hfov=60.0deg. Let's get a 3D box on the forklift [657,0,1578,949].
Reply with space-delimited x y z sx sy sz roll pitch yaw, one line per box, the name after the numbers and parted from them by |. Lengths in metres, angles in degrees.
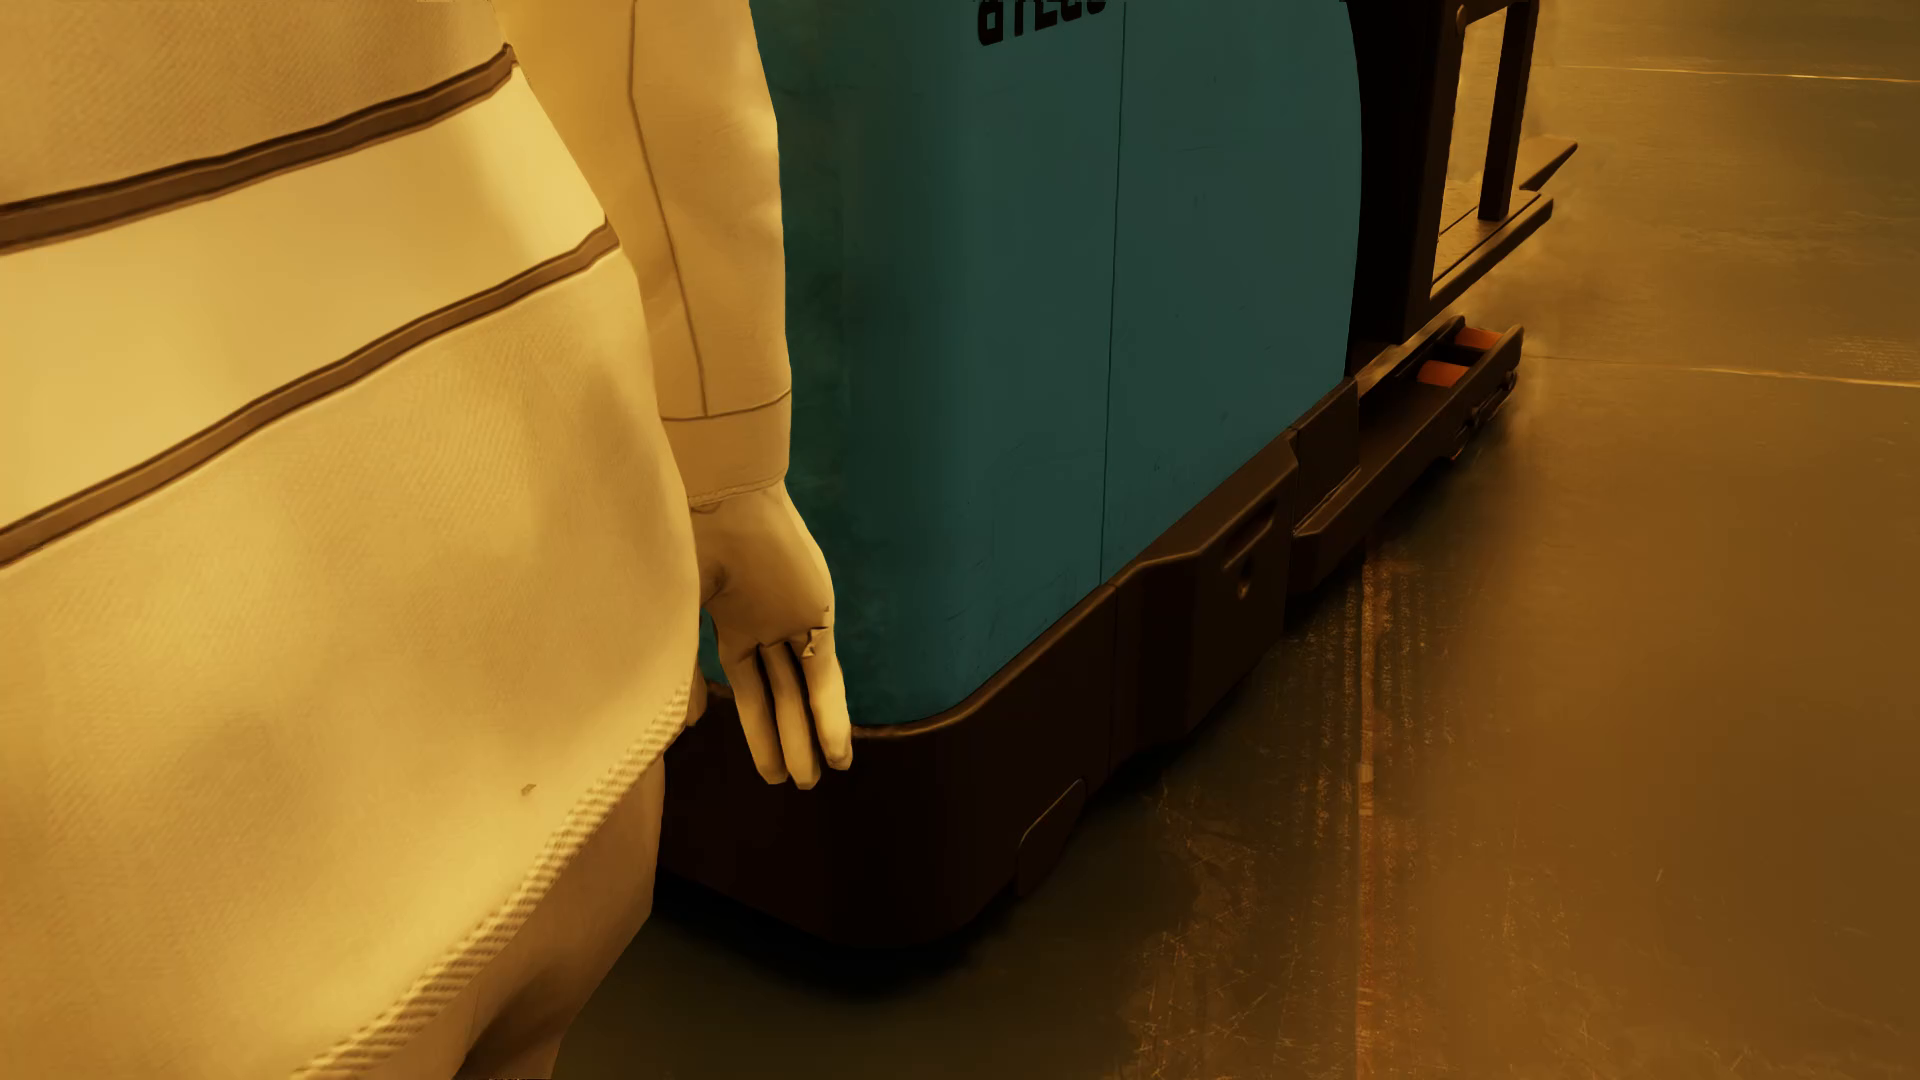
0.326 -1.541 2.300 1.130 2.935 3.031 16 31 29 | forklift
